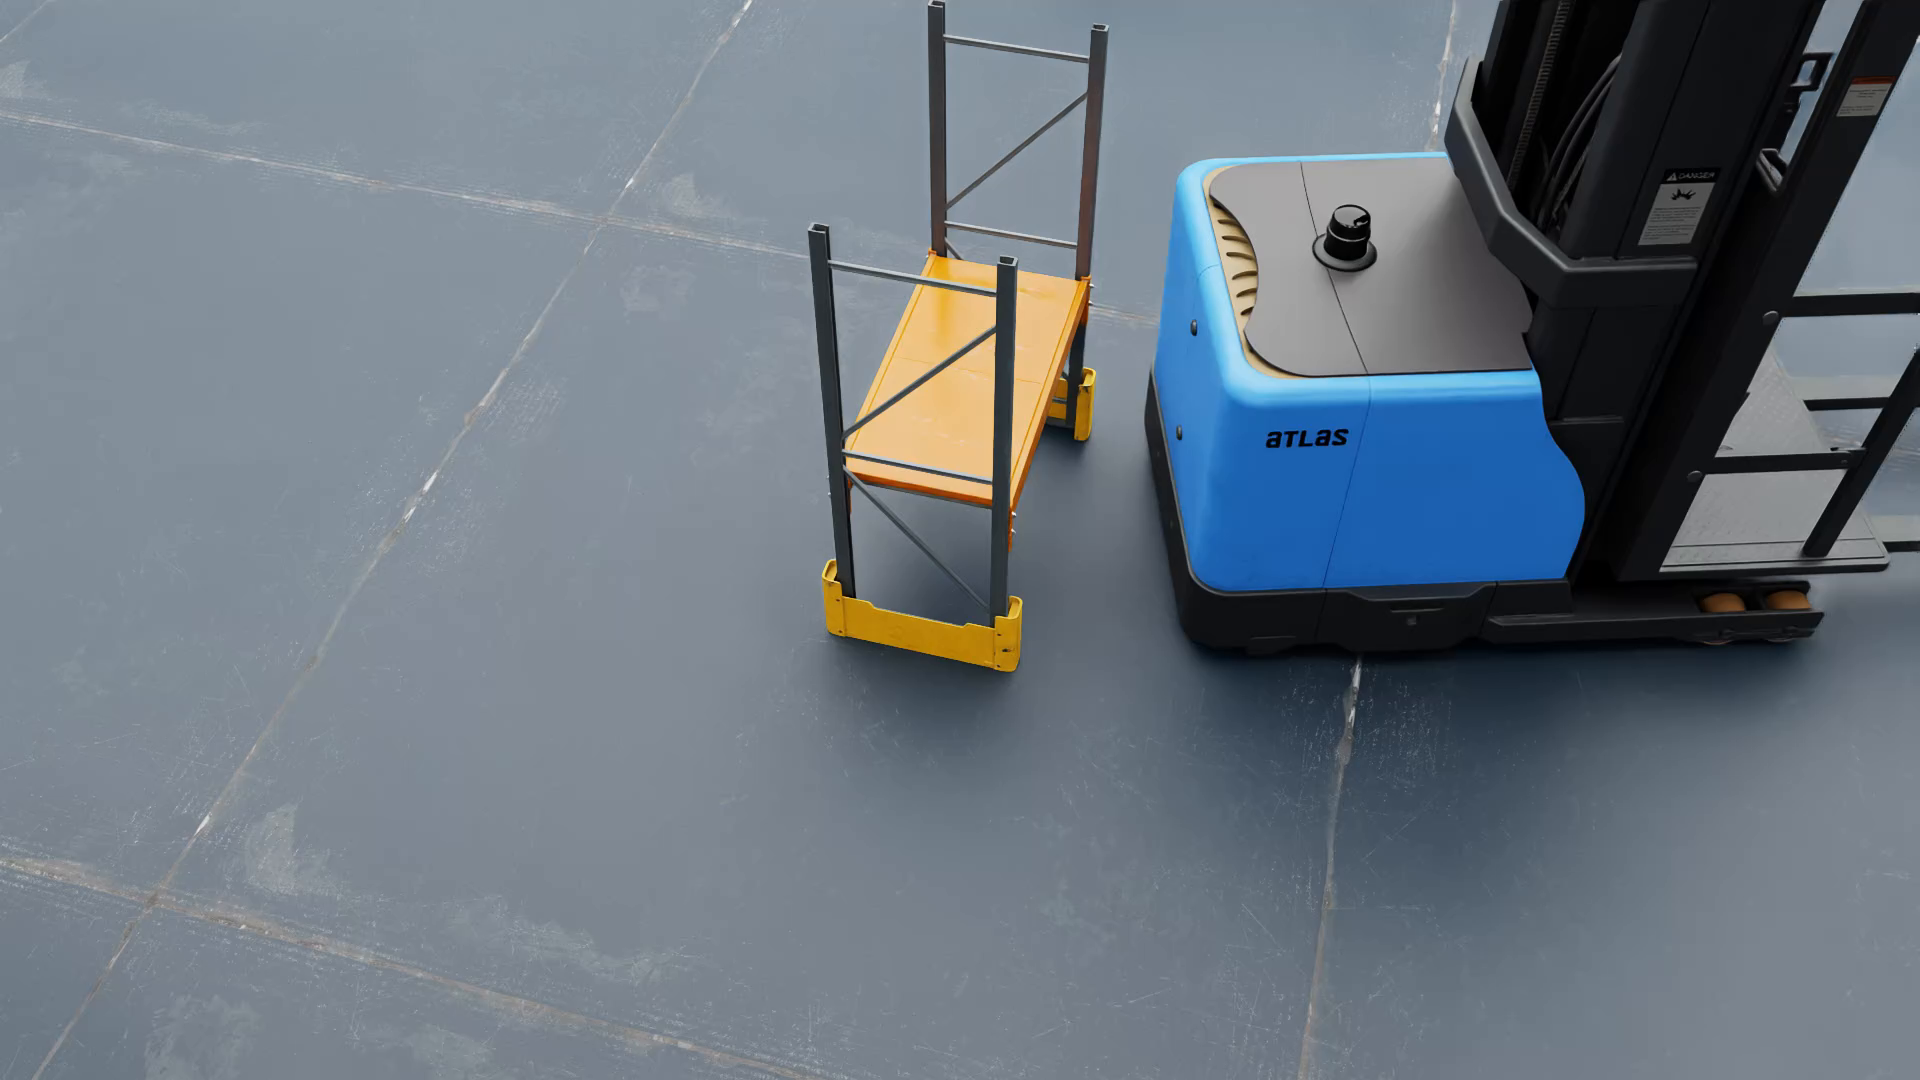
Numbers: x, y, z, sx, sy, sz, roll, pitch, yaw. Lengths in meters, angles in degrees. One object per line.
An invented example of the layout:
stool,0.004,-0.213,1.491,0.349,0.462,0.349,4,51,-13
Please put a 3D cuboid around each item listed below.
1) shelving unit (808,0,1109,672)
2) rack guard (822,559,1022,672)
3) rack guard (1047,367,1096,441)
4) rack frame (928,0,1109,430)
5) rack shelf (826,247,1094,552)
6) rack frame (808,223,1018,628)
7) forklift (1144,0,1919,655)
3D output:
shelving unit,0.020,-0.551,4.736,0.587,1.500,1.083,12,50,10
rack guard,-0.111,0.222,4.887,0.587,0.250,0.087,12,50,10
rack guard,0.151,-0.498,5.523,0.587,0.250,0.087,12,50,10
rack frame,0.156,-0.926,5.067,0.500,1.500,0.032,12,50,10
rack shelf,0.022,-0.439,4.877,0.538,0.185,1.000,12,50,10
rack frame,-0.111,-0.190,4.418,0.500,1.500,0.032,12,50,10
forklift,2.144,-1.055,4.226,3.031,2.935,1.130,-2,49,-2
